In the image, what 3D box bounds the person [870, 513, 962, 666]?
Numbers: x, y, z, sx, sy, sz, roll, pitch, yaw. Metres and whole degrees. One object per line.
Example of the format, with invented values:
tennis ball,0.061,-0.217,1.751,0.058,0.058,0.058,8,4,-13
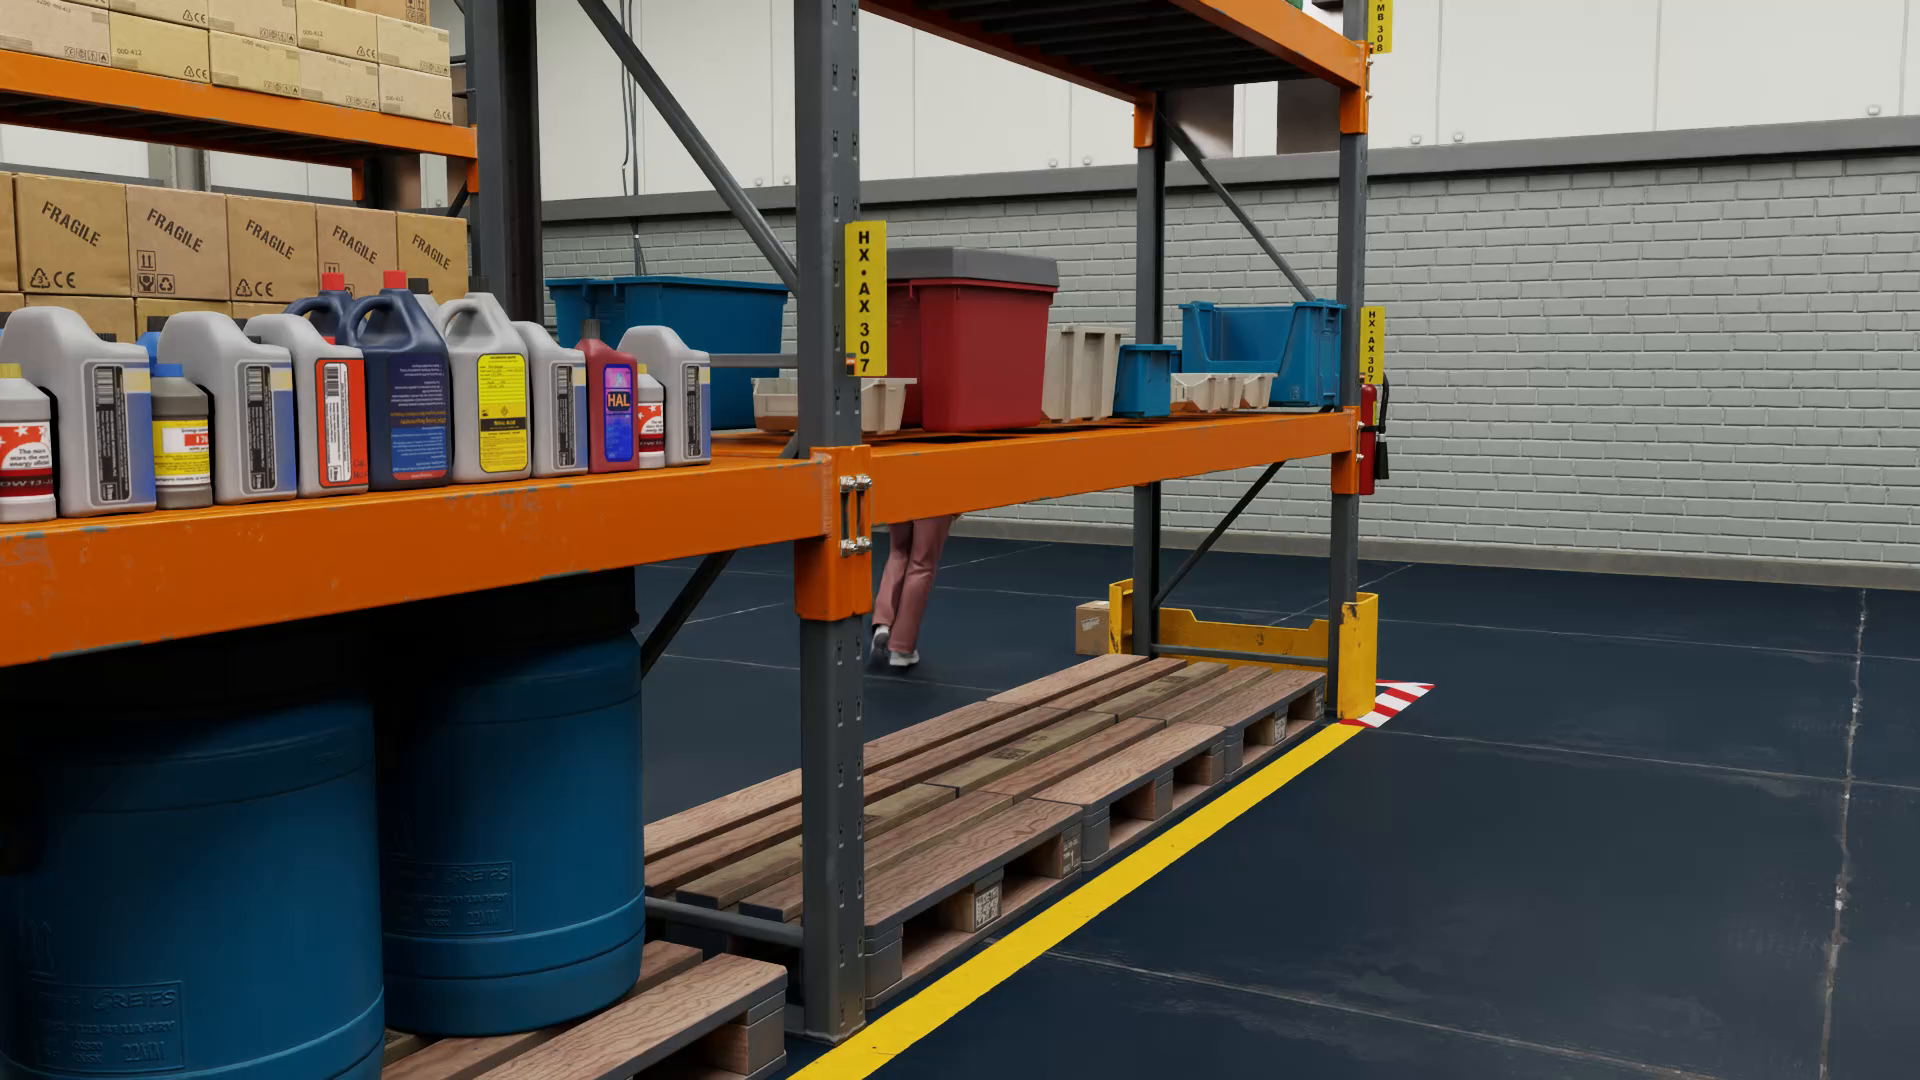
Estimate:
person,-0.188,-0.192,8.212,0.558,1.679,0.457,1,6,14
